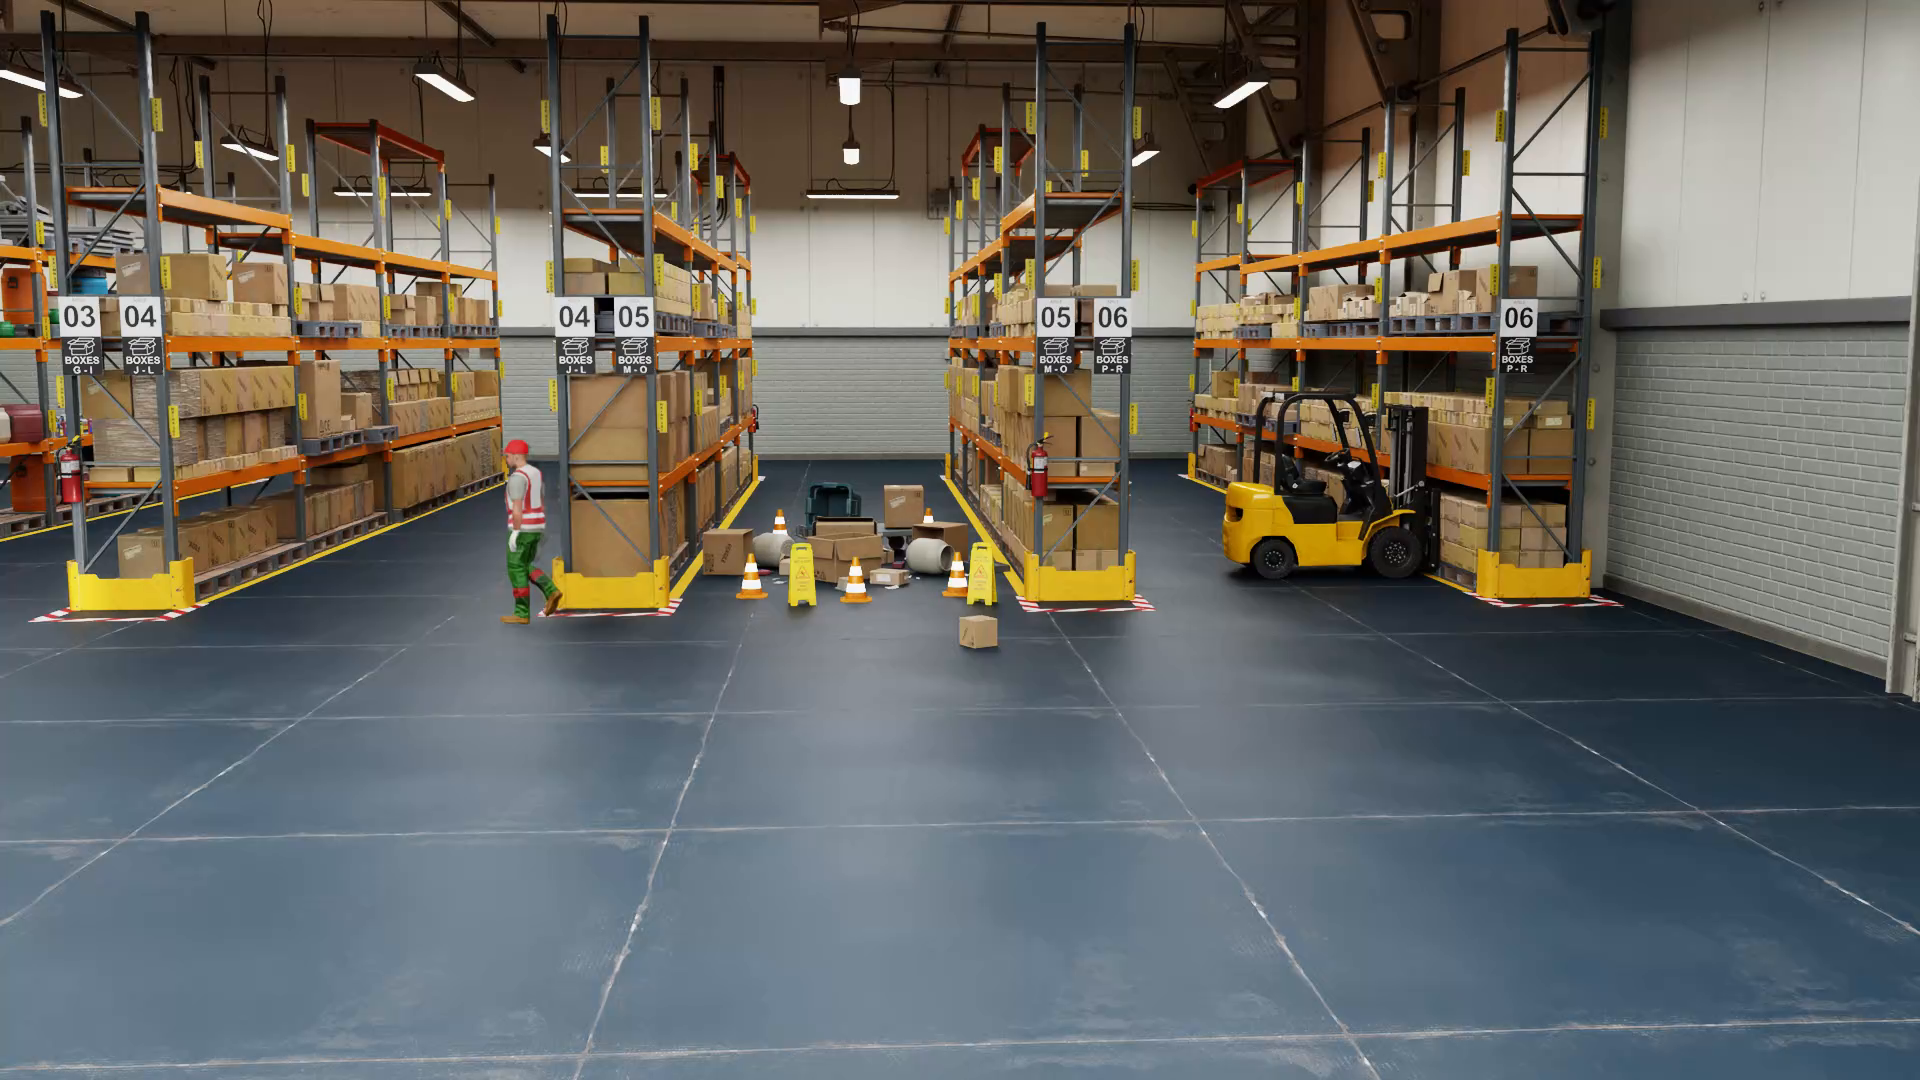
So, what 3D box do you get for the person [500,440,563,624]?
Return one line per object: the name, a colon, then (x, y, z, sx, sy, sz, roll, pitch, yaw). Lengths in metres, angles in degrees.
person: (-4.170, -0.086, 16.168, 0.572, 1.778, 0.604, 2, 7, 13)
